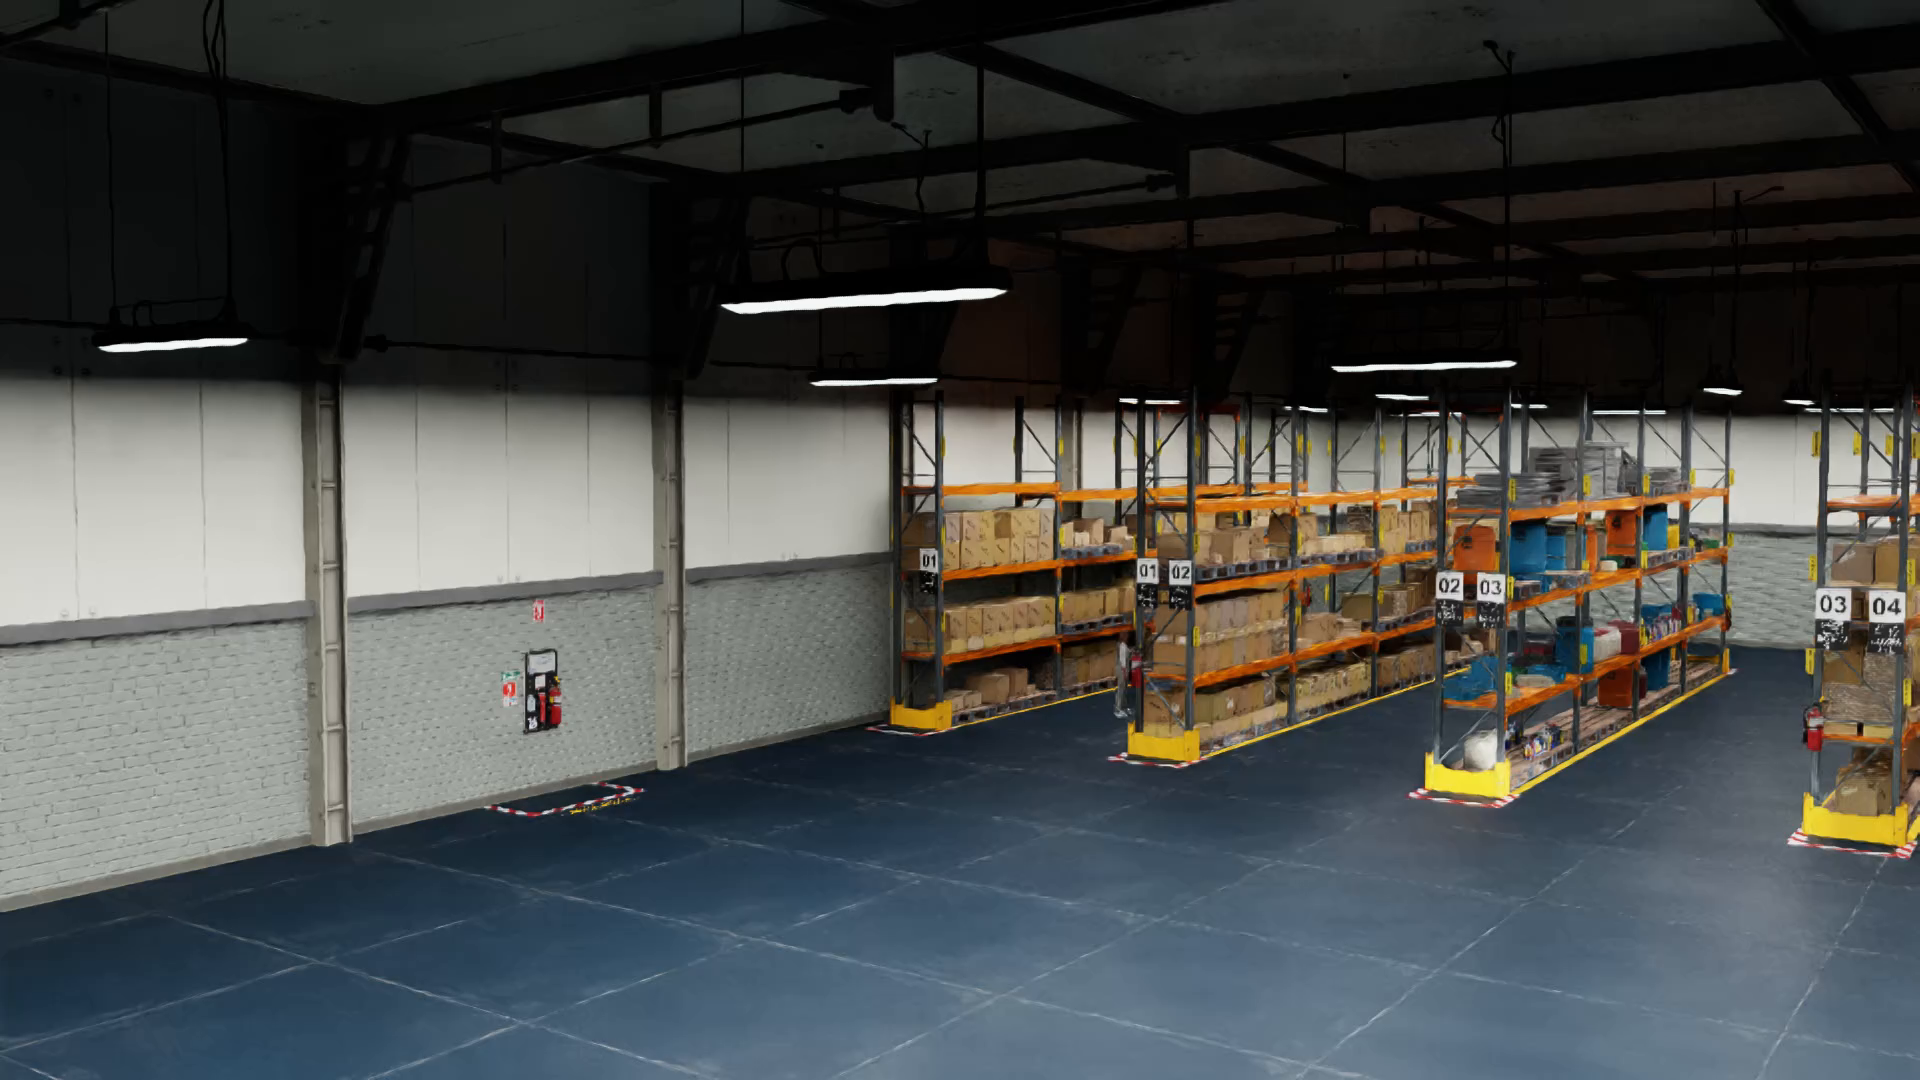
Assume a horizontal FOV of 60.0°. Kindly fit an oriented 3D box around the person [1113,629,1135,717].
[{"bbox_3d":[3.049,2.456,30.829,0.406,1.600,0.468,0,3,5],"label":"person"}]
